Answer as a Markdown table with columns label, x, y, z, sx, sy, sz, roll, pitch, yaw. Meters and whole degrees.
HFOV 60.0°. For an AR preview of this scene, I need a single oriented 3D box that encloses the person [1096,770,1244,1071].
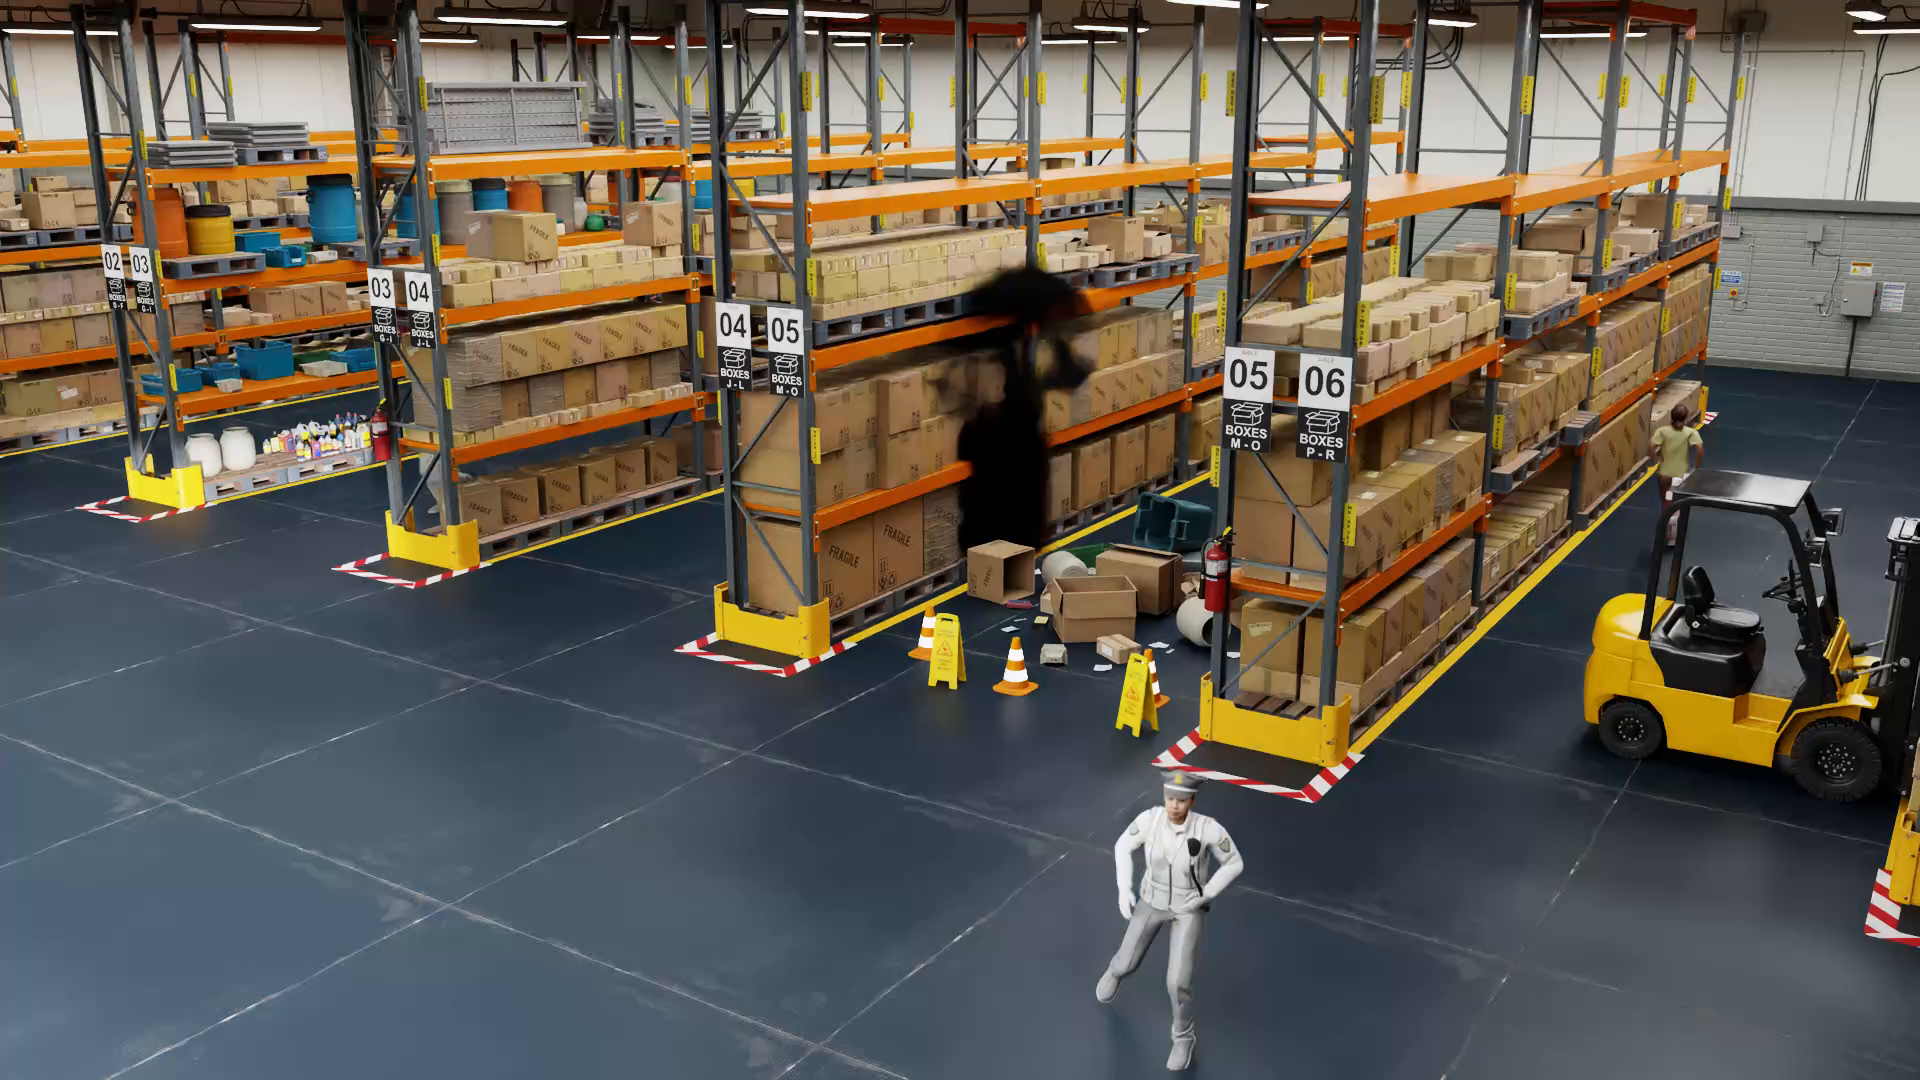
| label | x | y | z | sx | sy | sz | roll | pitch | yaw |
| --- | --- | --- | --- | --- | --- | --- | --- | --- | --- |
| person | 1.124 | 1.995 | 9.075 | 0.814 | 1.693 | 0.641 | 5 | 16 | 16 |

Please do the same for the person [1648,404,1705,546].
| label | x | y | z | sx | sy | sz | roll | pitch | yaw |
| --- | --- | --- | --- | --- | --- | --- | --- | --- | --- |
| person | 8.077 | -0.728 | 18.831 | 0.593 | 1.628 | 0.543 | 7 | 17 | 24 |

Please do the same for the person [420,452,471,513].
| label | x | y | z | sx | sy | sz | roll | pitch | yaw |
| --- | --- | --- | --- | --- | --- | --- | --- | --- | --- |
| person | -6.373 | -1.212 | 20.377 | 0.665 | 1.746 | 0.603 | 11 | 19 | 34 |
